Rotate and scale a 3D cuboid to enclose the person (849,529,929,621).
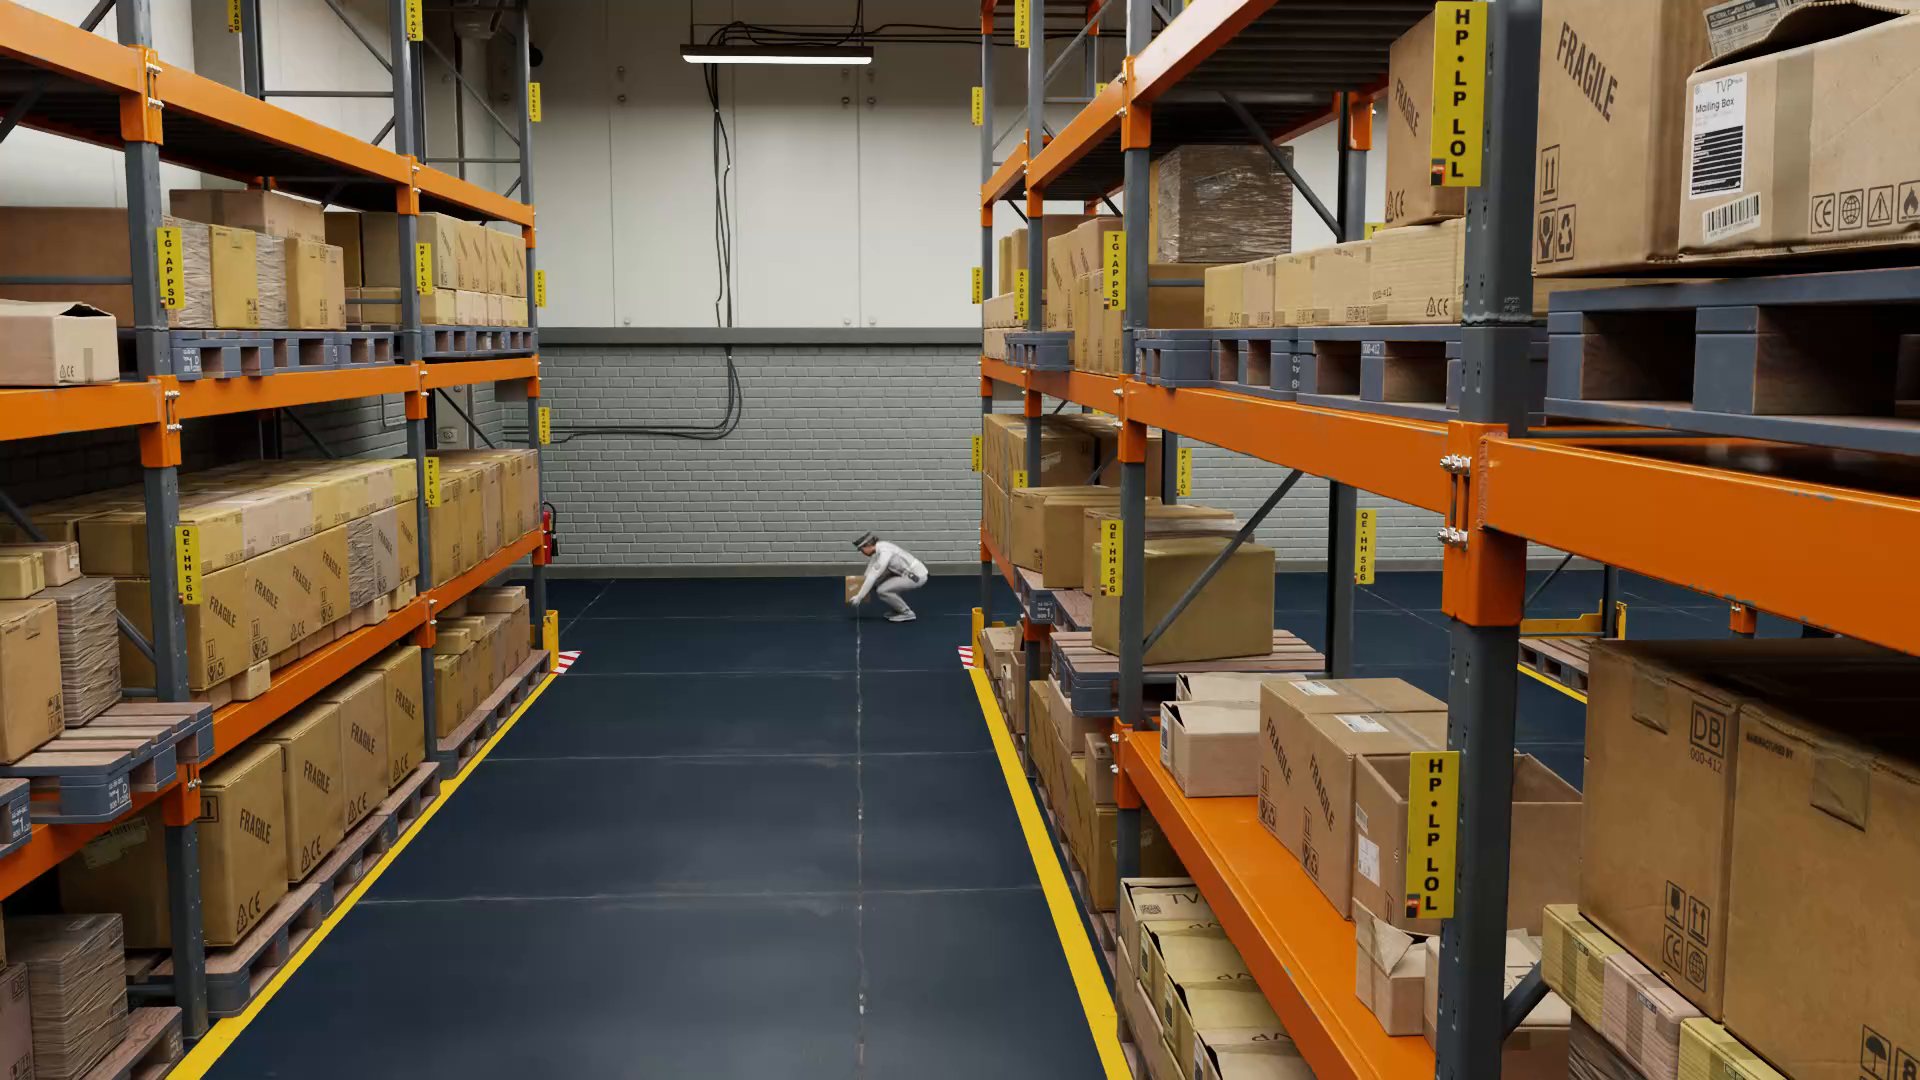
[{"bbox_3d":[-0.756,0.369,17.620,0.844,0.979,0.457,-1,7,-5],"label":"person"}]
